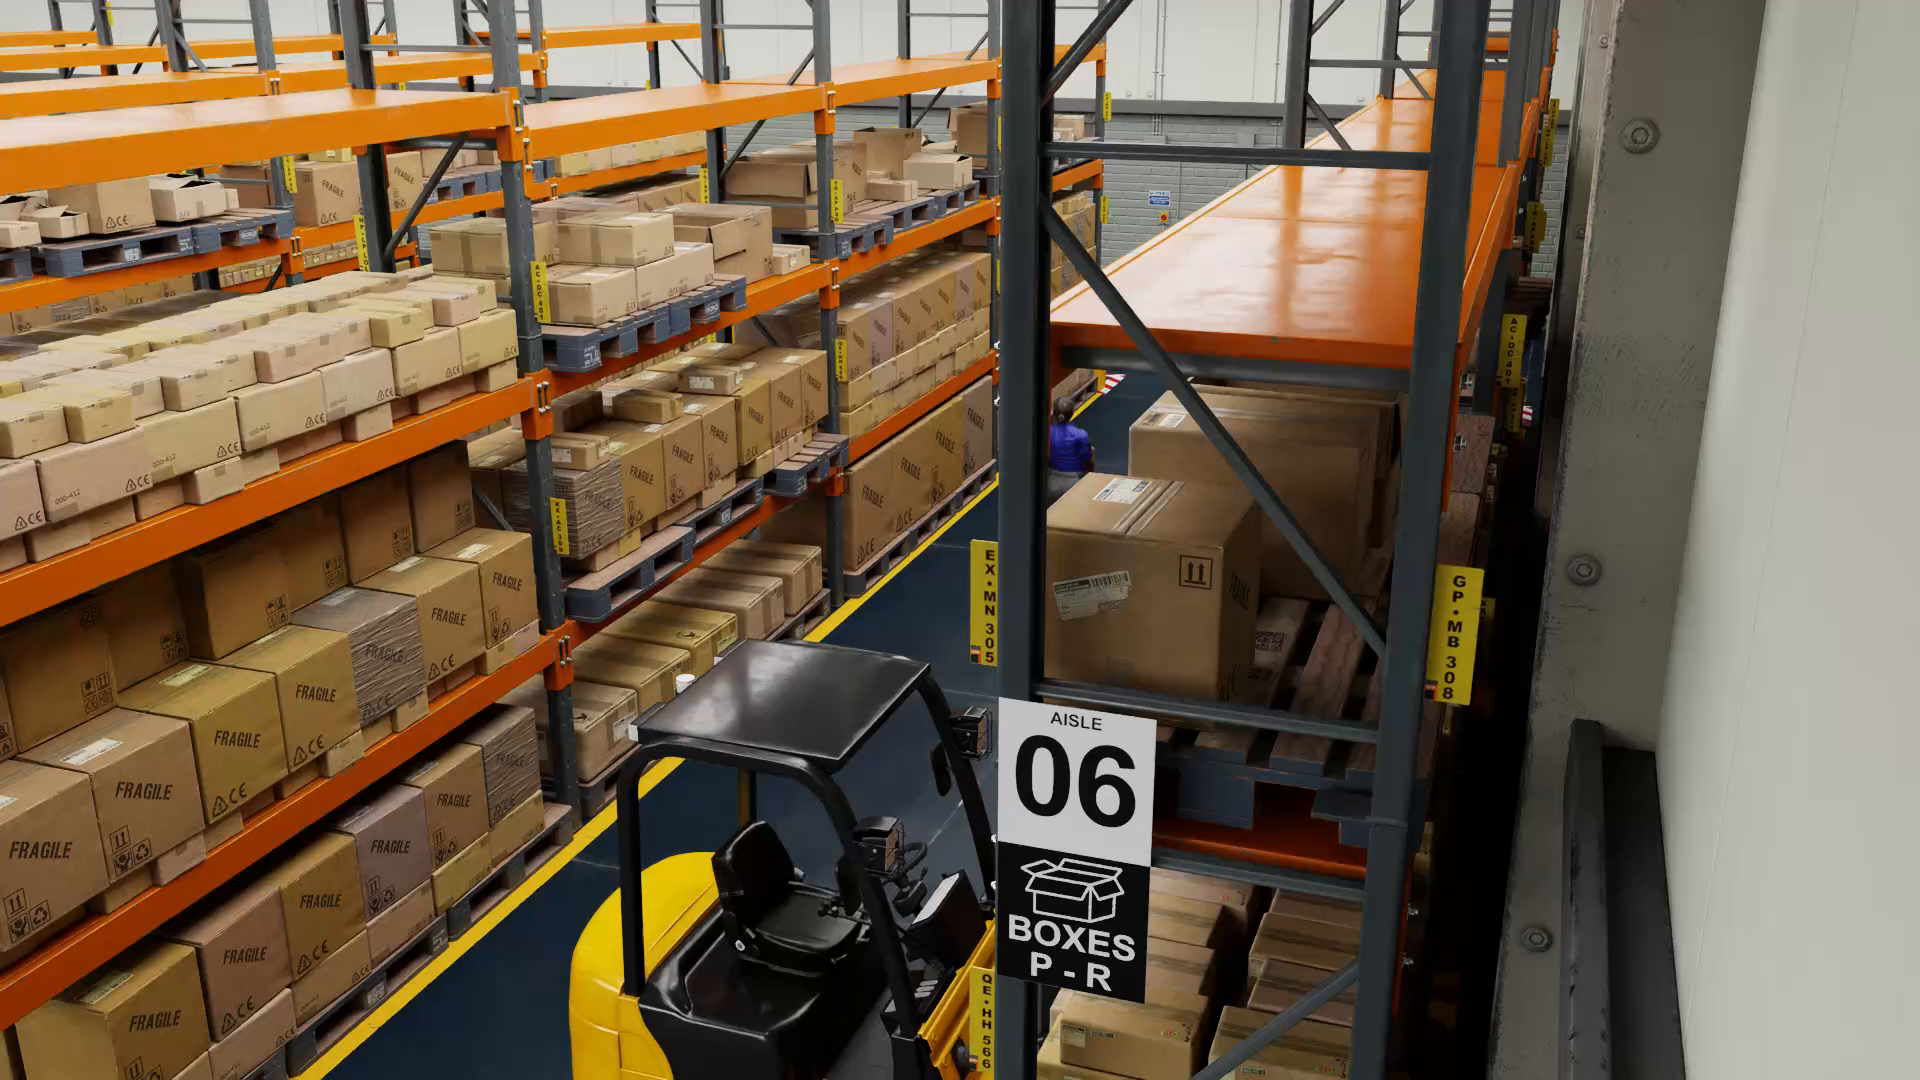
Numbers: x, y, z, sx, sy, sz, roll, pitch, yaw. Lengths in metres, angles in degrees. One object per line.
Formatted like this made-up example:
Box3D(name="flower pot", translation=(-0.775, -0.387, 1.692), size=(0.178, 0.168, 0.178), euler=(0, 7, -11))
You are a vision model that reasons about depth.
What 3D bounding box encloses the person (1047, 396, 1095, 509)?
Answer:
Box3D(name="person", translation=(0.907, -0.426, 13.840), size=(0.450, 1.646, 0.523), euler=(7, 20, 19))
